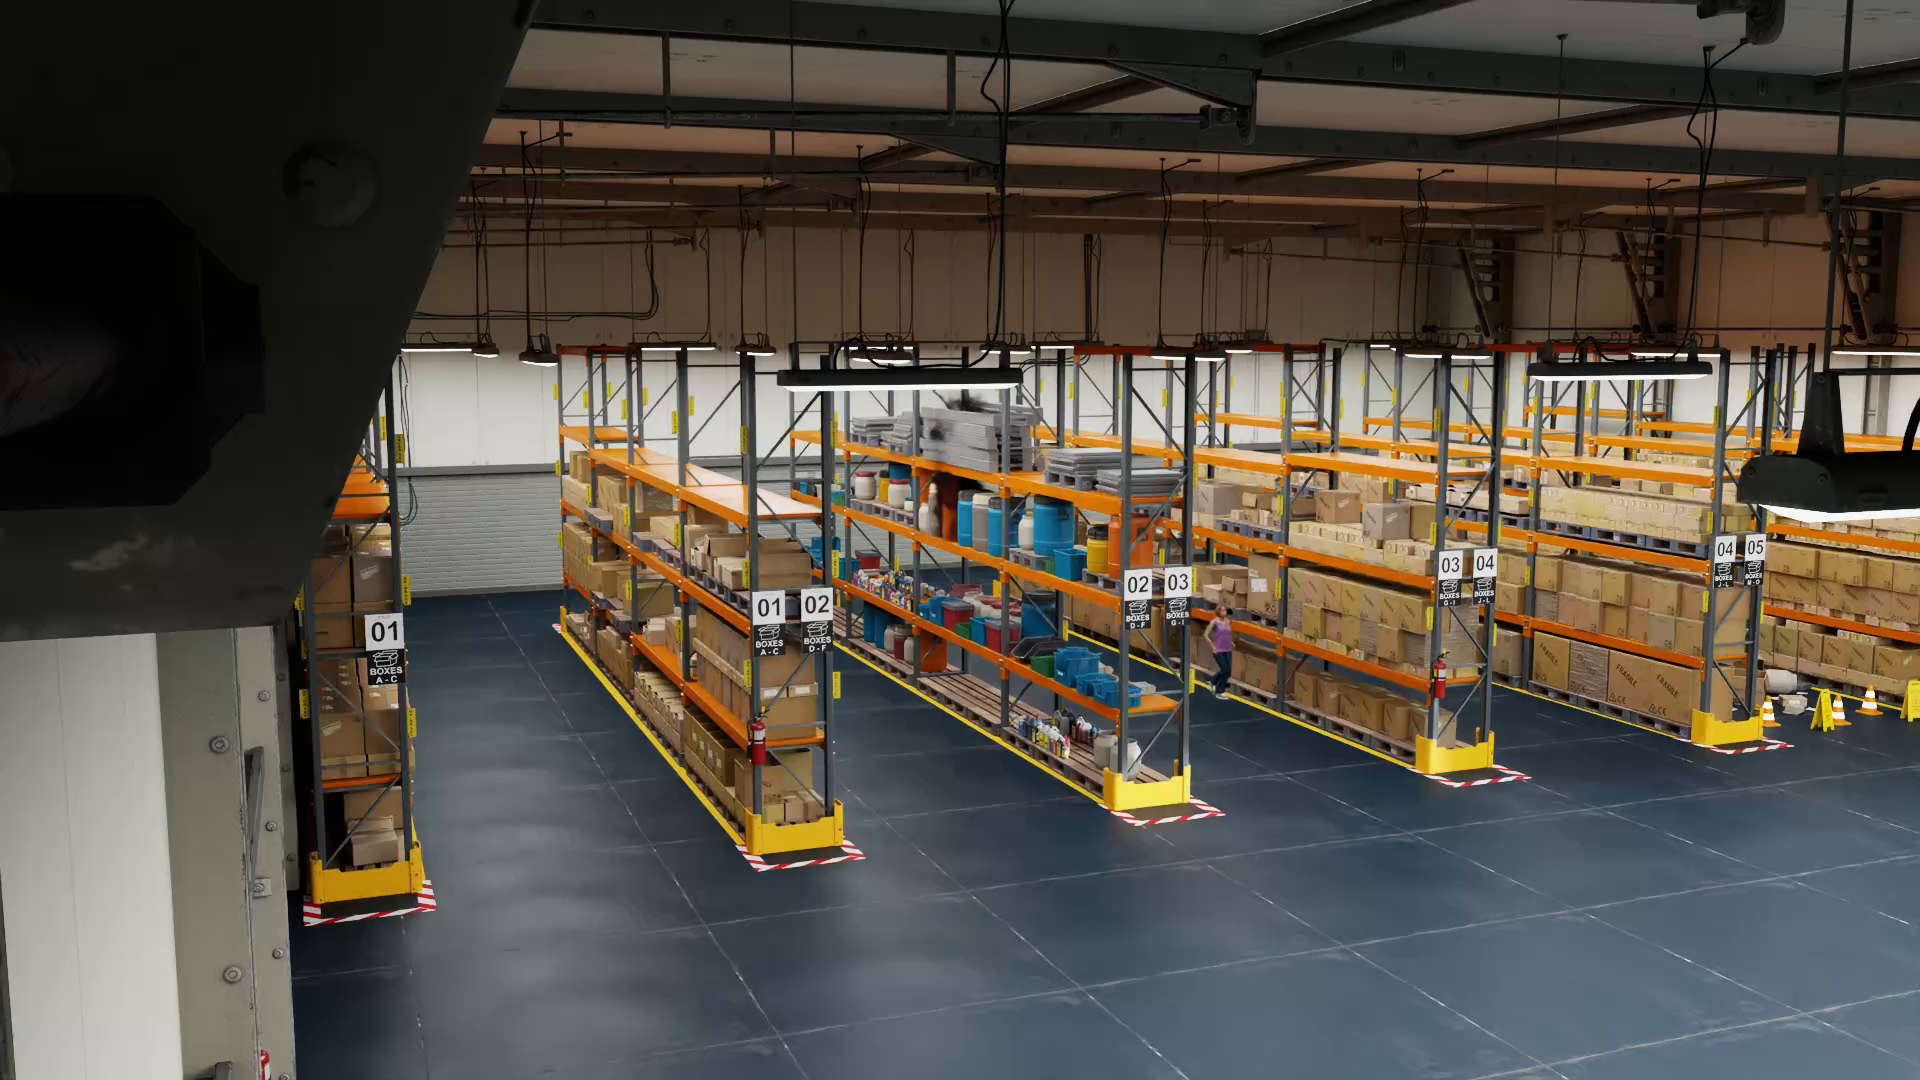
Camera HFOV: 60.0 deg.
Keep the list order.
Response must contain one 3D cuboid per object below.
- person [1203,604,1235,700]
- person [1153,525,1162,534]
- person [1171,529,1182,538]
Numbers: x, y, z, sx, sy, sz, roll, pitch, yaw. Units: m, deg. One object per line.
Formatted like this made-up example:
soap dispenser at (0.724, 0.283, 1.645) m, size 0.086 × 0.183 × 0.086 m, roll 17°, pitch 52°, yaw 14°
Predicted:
person at (4.281, 1.831, 27.116) m, size 0.507 × 1.563 × 0.441 m, roll -4°, pitch 8°, yaw -31°
person at (4.741, 0.302, 40.936) m, size 0.654 × 1.712 × 0.685 m, roll -6°, pitch 10°, yaw -42°
person at (5.344, 0.243, 41.331) m, size 0.517 × 1.728 × 0.733 m, roll -4°, pitch 8°, yaw -28°
